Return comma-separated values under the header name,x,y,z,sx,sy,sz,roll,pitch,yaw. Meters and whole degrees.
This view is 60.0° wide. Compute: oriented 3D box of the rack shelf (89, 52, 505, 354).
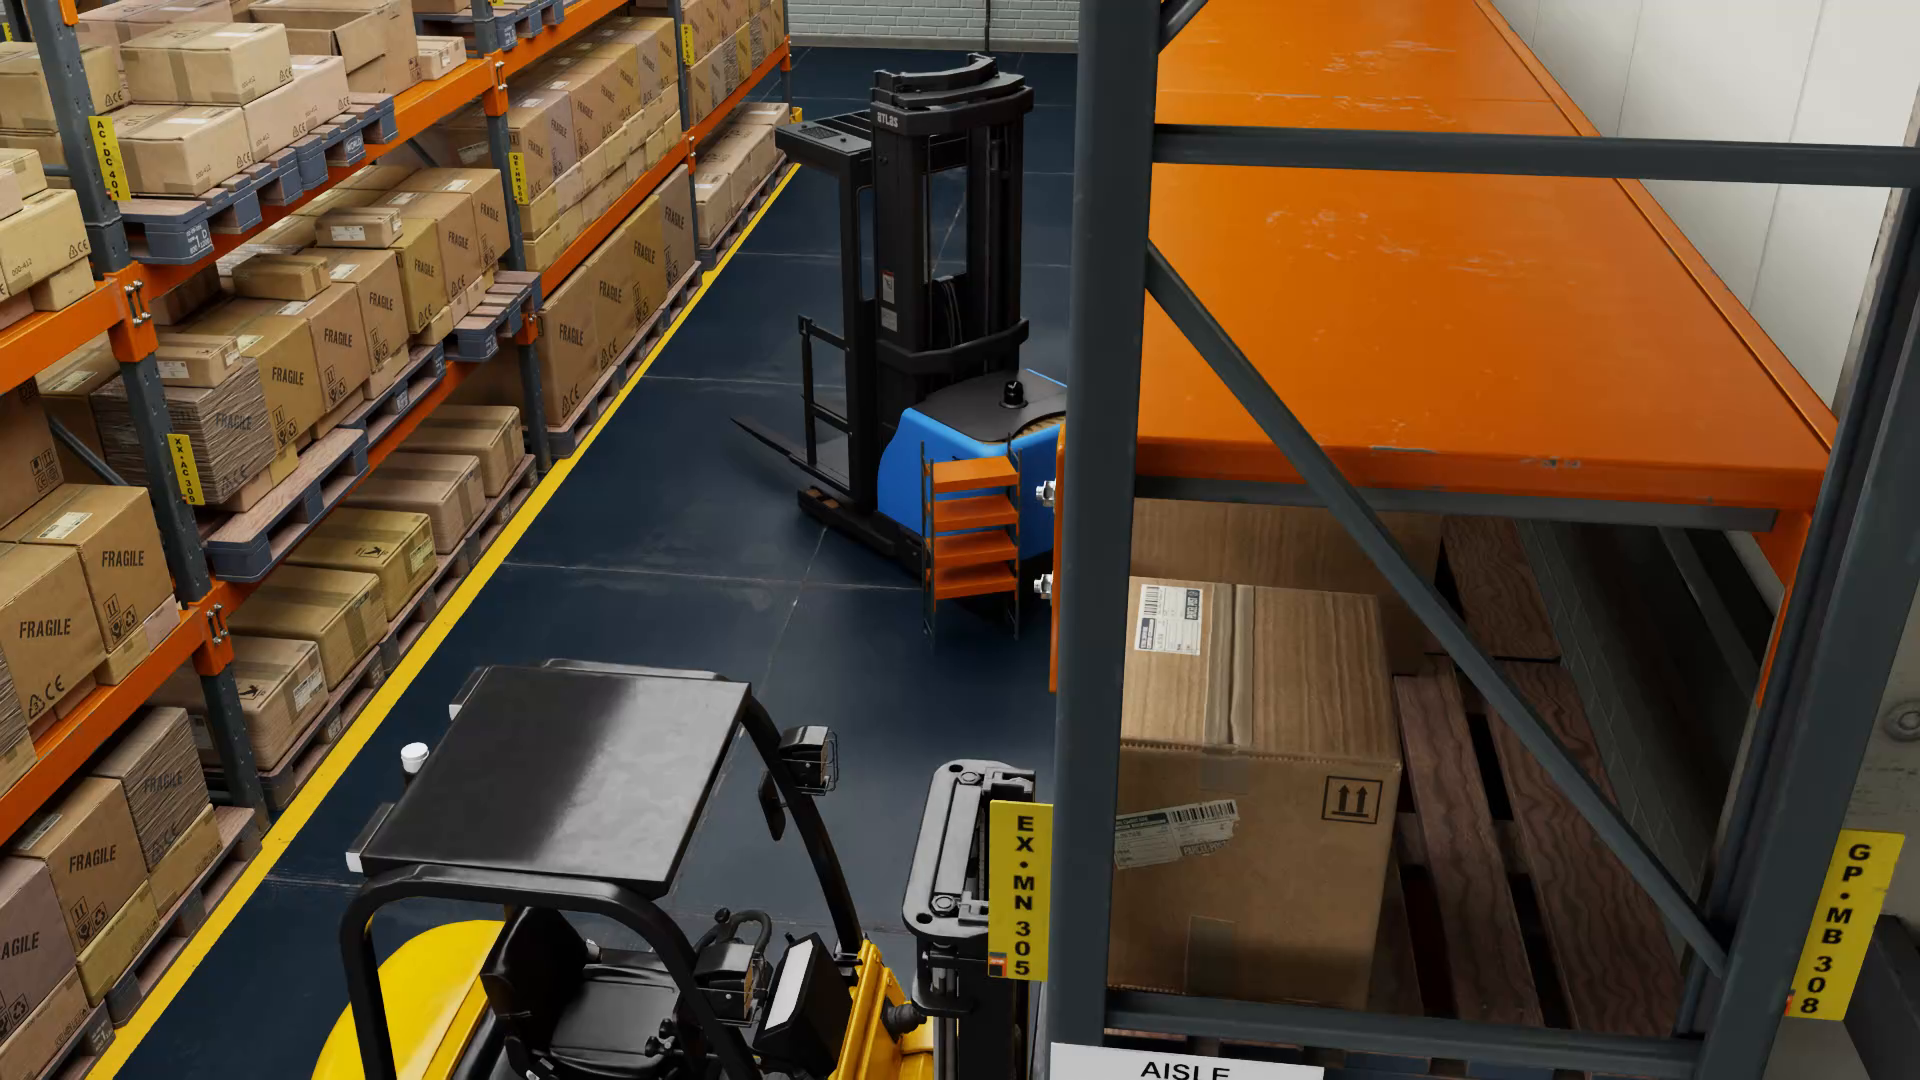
name,x,y,z,sx,sy,sz,roll,pitch,yaw
rack shelf,-3.563,-1.888,8.480,1.077,0.370,4.000,3,28,6

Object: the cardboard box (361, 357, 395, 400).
name,x,y,z,sx,sy,sz,roll,pitch,yaw
cardboard box,-3.239,-0.871,8.818,0.380,0.149,0.250,4,29,8

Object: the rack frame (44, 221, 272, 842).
name,x,y,z,sx,sy,sz,roll,pitch,yaw
rack frame,-3.808,0.057,7.273,1.000,3.000,0.127,3,28,6

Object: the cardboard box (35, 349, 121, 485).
name,x,y,z,sx,sy,sz,roll,pitch,yaw
cardboard box,-3.979,-0.533,7.508,0.500,0.500,0.500,3,28,5

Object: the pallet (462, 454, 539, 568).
name,x,y,z,sx,sy,sz,roll,pitch,yaw
pallet,-3.415,-0.230,10.747,1.003,0.211,1.213,3,28,6

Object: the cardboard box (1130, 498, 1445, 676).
name,x,y,z,sx,sy,sz,roll,pitch,yaw
cardboard box,0.666,-0.065,3.685,0.700,0.500,0.500,4,29,7

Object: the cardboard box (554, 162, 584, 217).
name,x,y,z,sx,sy,sz,roll,pitch,yaw
cardboard box,-2.946,-2.447,11.553,0.500,0.250,0.500,4,29,7

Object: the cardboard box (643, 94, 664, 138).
name,x,y,z,sx,sy,sz,roll,pitch,yaw
cardboard box,-2.694,-3.405,13.331,0.500,0.250,0.500,4,29,7

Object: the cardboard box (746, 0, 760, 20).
name,x,y,z,sx,sy,sz,roll,pitch,yaw
cardboard box,-2.259,-5.354,16.159,0.500,0.500,0.500,3,28,6

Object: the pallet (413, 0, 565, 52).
name,x,y,z,sx,sy,sz,roll,pitch,yaw
pallet,-3.292,-3.369,10.670,1.213,0.211,1.003,5,29,9

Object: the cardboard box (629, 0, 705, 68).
name,x,y,z,sx,sy,sz,roll,pitch,yaw
cardboard box,-2.529,-4.403,14.392,0.500,0.500,0.500,4,29,7

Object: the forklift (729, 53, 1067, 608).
name,x,y,z,sx,sy,sz,roll,pitch,yaw
forklift,-0.402,-1.520,10.273,1.130,2.935,3.031,-22,35,-34

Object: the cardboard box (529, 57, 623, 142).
name,x,y,z,sx,sy,sz,roll,pitch,yaw
cardboard box,-2.820,-3.242,12.237,0.500,0.500,0.500,4,29,7

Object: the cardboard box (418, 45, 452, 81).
name,x,y,z,sx,sy,sz,roll,pitch,yaw
cardboard box,-3.170,-2.758,9.600,0.380,0.149,0.250,3,28,6

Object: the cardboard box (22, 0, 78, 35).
name,x,y,z,sx,sy,sz,roll,pitch,yaw
cardboard box,-7.964,-4.801,14.817,0.500,0.500,0.500,2,28,4

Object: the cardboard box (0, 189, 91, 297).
name,x,y,z,sx,sy,sz,roll,pitch,yaw
cardboard box,-3.595,-1.104,6.110,0.500,0.250,0.500,3,28,6

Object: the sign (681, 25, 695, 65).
name,x,y,z,sx,sy,sz,roll,pitch,yaw
sign,-2.288,-4.156,13.957,0.100,0.325,0.005,3,28,6

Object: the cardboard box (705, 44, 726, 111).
name,x,y,z,sx,sy,sz,roll,pitch,yaw
cardboard box,-2.445,-4.195,15.060,0.500,0.500,0.500,4,29,7

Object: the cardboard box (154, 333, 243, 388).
name,x,y,z,sx,sy,sz,roll,pitch,yaw
cardboard box,-3.399,-0.789,7.298,0.380,0.149,0.250,3,28,6

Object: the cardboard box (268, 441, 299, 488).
name,x,y,z,sx,sy,sz,roll,pitch,yaw
cardboard box,-3.387,-0.376,7.899,0.380,0.149,0.250,4,29,7

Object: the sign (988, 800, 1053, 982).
name,x,y,z,sx,sy,sz,roll,pitch,yaw
sign,0.092,0.513,2.414,0.100,0.325,0.005,3,28,6

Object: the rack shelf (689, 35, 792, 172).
name,x,y,z,sx,sy,sz,roll,pitch,yaw
rack shelf,-2.583,-4.333,16.181,1.077,0.370,4.000,3,28,6

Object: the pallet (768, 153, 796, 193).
name,x,y,z,sx,sy,sz,roll,pitch,yaw
pallet,-2.358,-3.983,17.712,1.003,0.211,1.213,3,28,6

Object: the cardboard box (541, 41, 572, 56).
name,x,y,z,sx,sy,sz,roll,pitch,yaw
cardboard box,-3.266,-3.525,12.763,0.500,0.500,0.500,3,28,5

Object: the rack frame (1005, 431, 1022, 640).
name,x,y,z,sx,sy,sz,roll,pitch,yaw
rack frame,0.296,-0.012,9.298,0.015,1.200,0.240,-7,29,-12

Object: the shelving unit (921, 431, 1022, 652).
name,x,y,z,sx,sy,sz,roll,pitch,yaw
shelving unit,0.060,0.017,9.246,0.503,1.200,0.258,-7,29,-12

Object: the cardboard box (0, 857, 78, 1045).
name,x,y,z,sx,sy,sz,roll,pitch,yaw
cardboard box,-3.736,1.527,6.211,0.500,0.500,0.500,5,29,9

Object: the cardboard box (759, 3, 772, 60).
name,x,y,z,sx,sy,sz,roll,pitch,yaw
cardboard box,-2.210,-5.157,16.847,0.500,0.500,0.500,3,28,5

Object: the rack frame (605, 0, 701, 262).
name,x,y,z,sx,sy,sz,roll,pitch,yaw
rack frame,-2.828,-3.708,14.263,1.000,3.000,0.127,3,28,6

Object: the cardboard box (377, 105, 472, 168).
name,x,y,z,sx,sy,sz,roll,pitch,yaw
cardboard box,-3.514,-2.568,10.987,0.500,0.500,0.500,3,28,5

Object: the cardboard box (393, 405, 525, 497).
name,x,y,z,sx,sy,sz,roll,pitch,yaw
cardboard box,-3.397,-0.588,10.799,0.950,0.372,0.625,1,28,3

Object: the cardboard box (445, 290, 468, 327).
name,x,y,z,sx,sy,sz,roll,pitch,yaw
cardboard box,-3.111,-1.362,9.730,0.380,0.149,0.250,2,28,4

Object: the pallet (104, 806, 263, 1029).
name,x,y,z,sx,sy,sz,roll,pitch,yaw
pallet,-3.855,1.603,7.344,1.003,0.211,1.213,3,28,6

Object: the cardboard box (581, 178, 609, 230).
name,x,y,z,sx,sy,sz,roll,pitch,yaw
cardboard box,-2.893,-2.465,12.112,0.500,0.250,0.500,4,29,8

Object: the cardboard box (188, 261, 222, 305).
name,x,y,z,sx,sy,sz,roll,pitch,yaw
cardboard box,-3.894,-1.274,8.199,0.380,0.149,0.250,2,28,4

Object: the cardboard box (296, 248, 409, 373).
name,x,y,z,sx,sy,sz,roll,pitch,yaw
cardboard box,-3.279,-1.217,8.776,0.500,0.500,0.500,2,28,4

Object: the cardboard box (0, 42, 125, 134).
name,x,y,z,sx,sy,sz,roll,pitch,yaw
cardboard box,-3.863,-1.882,6.899,0.500,0.250,0.500,4,29,7

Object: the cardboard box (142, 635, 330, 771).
name,x,y,z,sx,sy,sz,roll,pitch,yaw
cardboard box,-3.746,0.782,8.255,0.950,0.372,0.625,4,29,7

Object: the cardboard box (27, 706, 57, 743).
name,x,y,z,sx,sy,sz,roll,pitch,yaw
cardboard box,-3.722,0.689,6.365,0.380,0.149,0.250,3,28,5

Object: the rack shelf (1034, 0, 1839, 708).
name,x,y,z,sx,sy,sz,roll,pitch,yaw
rack shelf,0.874,-0.863,3.836,1.077,0.370,4.000,3,28,6

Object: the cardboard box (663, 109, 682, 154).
name,x,y,z,sx,sy,sz,roll,pitch,yaw
cardboard box,-2.632,-3.417,13.879,0.500,0.250,0.500,3,28,5

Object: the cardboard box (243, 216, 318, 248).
name,x,y,z,sx,sy,sz,roll,pitch,yaw
cardboard box,-3.718,-1.491,9.285,0.500,0.500,0.500,4,29,7

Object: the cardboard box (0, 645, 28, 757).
name,x,y,z,sx,sy,sz,roll,pitch,yaw
cardboard box,-3.731,0.593,5.859,0.500,0.500,0.500,4,29,8

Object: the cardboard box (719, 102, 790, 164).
name,x,y,z,sx,sy,sz,roll,pitch,yaw
cardboard box,-2.319,-4.332,17.679,0.875,0.438,0.875,2,28,4

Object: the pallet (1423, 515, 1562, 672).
name,x,y,z,sx,sy,sz,roll,pitch,yaw
pallet,0.888,0.038,4.239,1.003,0.211,1.213,3,28,6

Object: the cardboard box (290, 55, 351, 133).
name,x,y,z,sx,sy,sz,roll,pitch,yaw
cardboard box,-3.237,-2.111,7.850,0.500,0.250,0.500,3,28,6

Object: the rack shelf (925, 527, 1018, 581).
name,x,y,z,sx,sy,sz,roll,pitch,yaw
rack shelf,0.060,0.076,9.278,0.480,0.148,0.258,-7,29,-12

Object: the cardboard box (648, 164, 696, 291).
name,x,y,z,sx,sy,sz,roll,pitch,yaw
cardboard box,-2.824,-2.661,14.117,0.875,0.875,0.875,4,29,8

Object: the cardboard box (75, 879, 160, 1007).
name,x,y,z,sx,sy,sz,roll,pitch,yaw
cardboard box,-3.669,1.628,6.814,0.500,0.250,0.500,3,28,5
